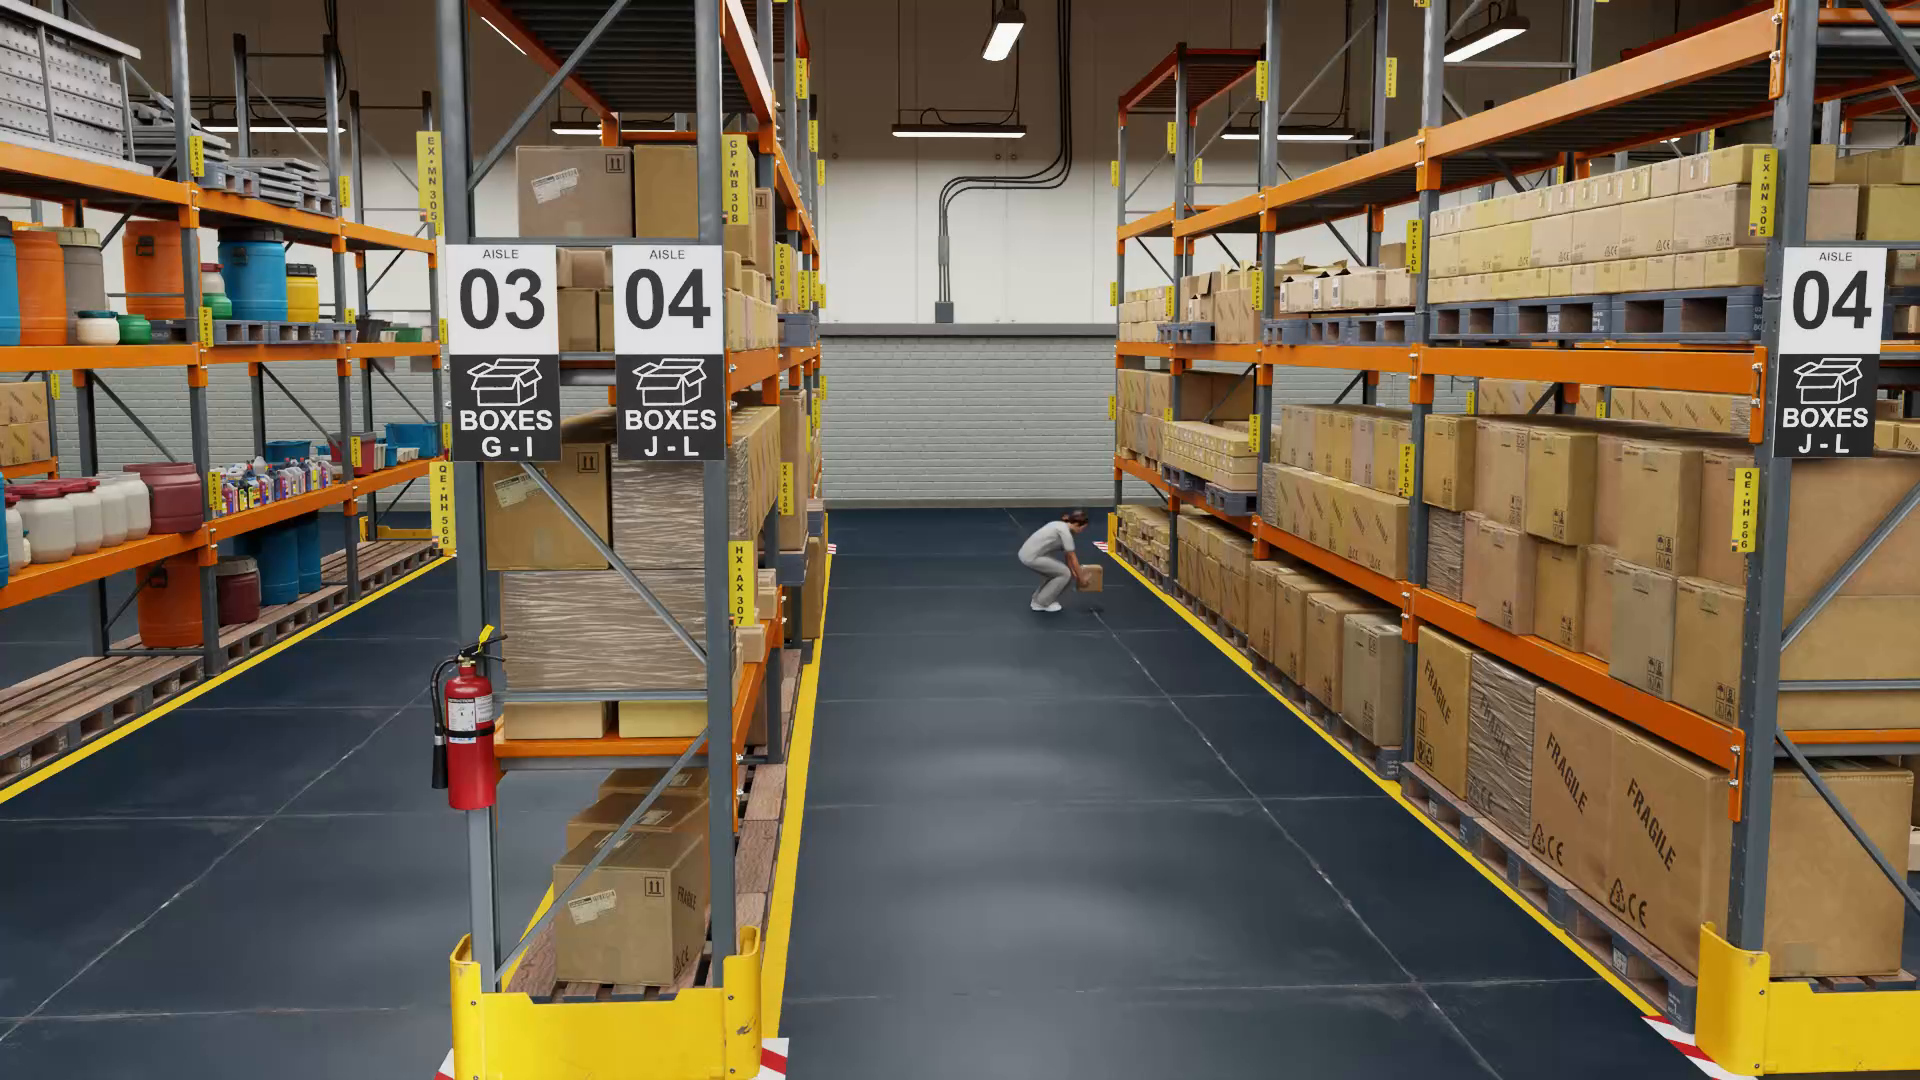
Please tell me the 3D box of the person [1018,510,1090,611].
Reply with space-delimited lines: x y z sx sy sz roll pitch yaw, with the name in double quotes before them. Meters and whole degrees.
"person" 0.994 0.209 17.644 0.761 1.048 0.492 0 7 -4
